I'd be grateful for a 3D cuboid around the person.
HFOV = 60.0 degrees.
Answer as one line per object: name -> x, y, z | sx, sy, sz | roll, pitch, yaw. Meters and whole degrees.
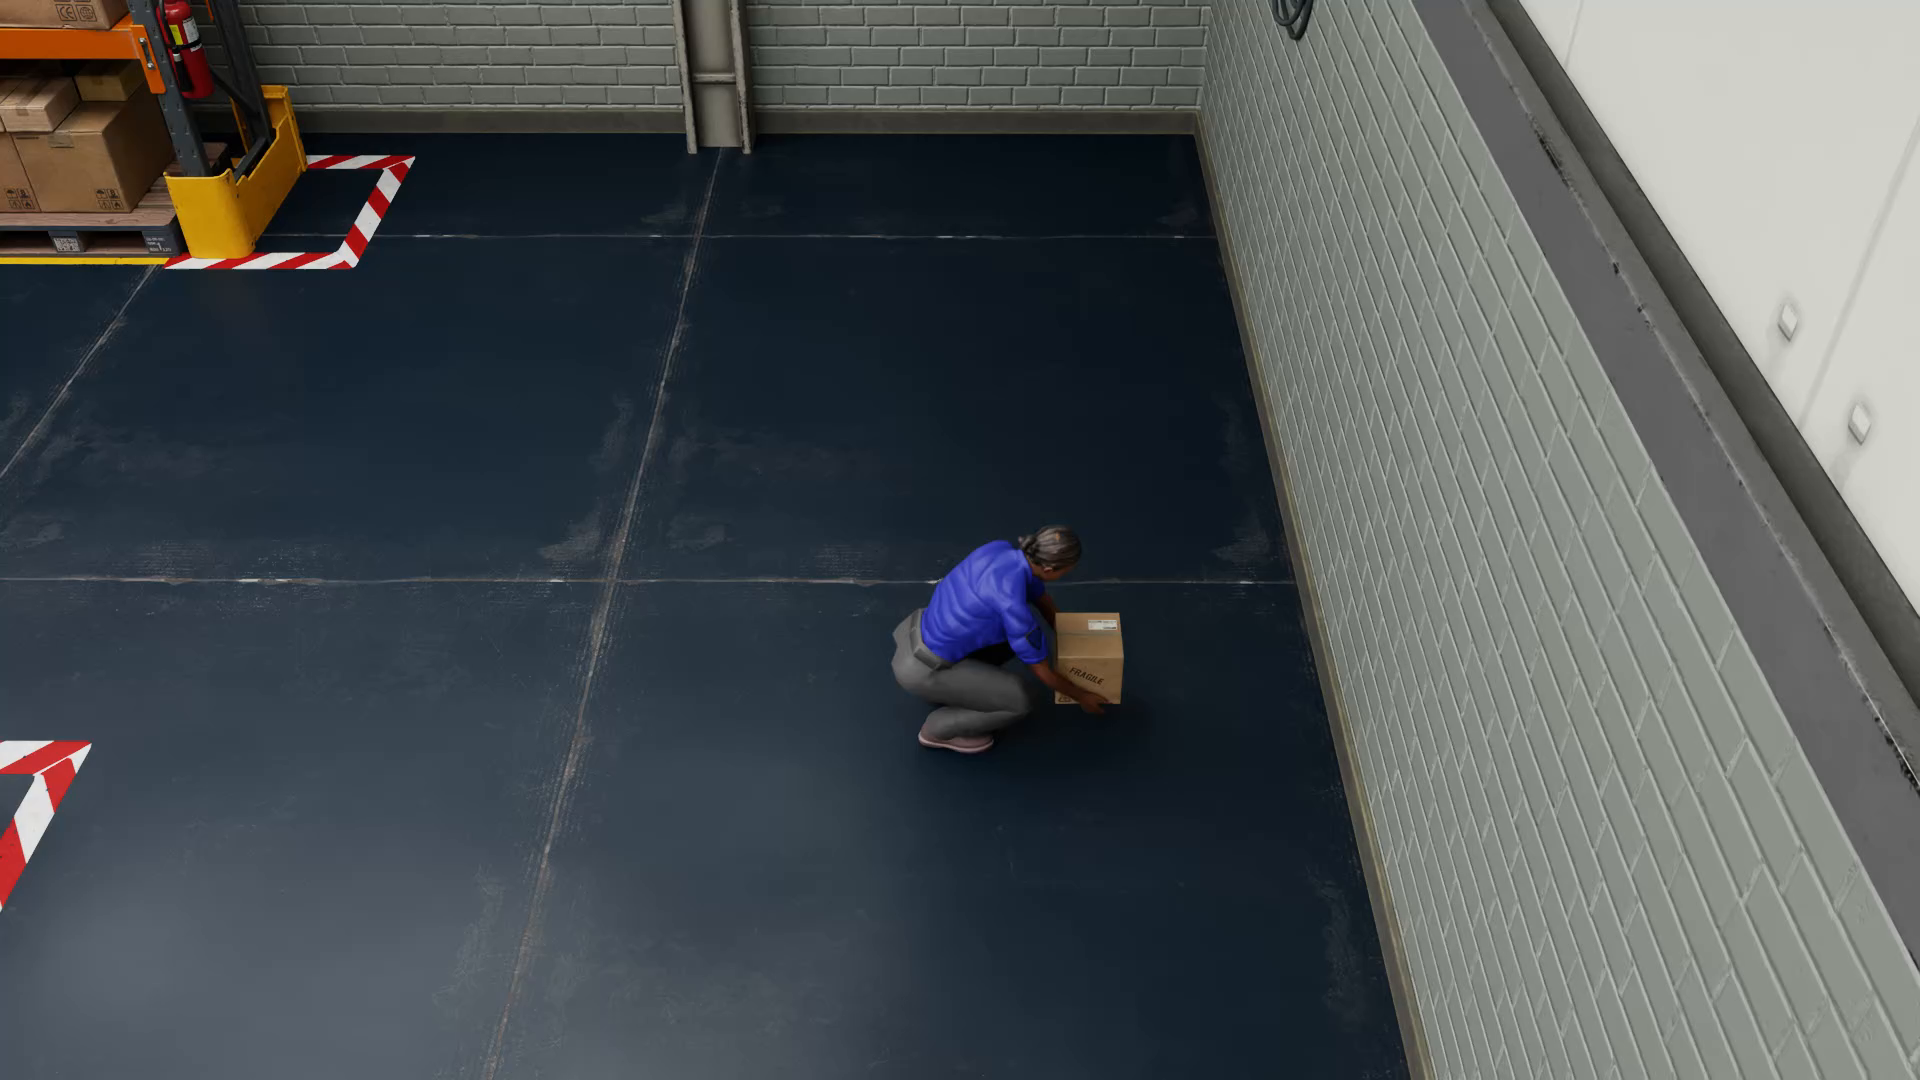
person -> 0.158, 0.354, 6.314 | 0.839, 0.934, 0.471 | -1, 40, -1
